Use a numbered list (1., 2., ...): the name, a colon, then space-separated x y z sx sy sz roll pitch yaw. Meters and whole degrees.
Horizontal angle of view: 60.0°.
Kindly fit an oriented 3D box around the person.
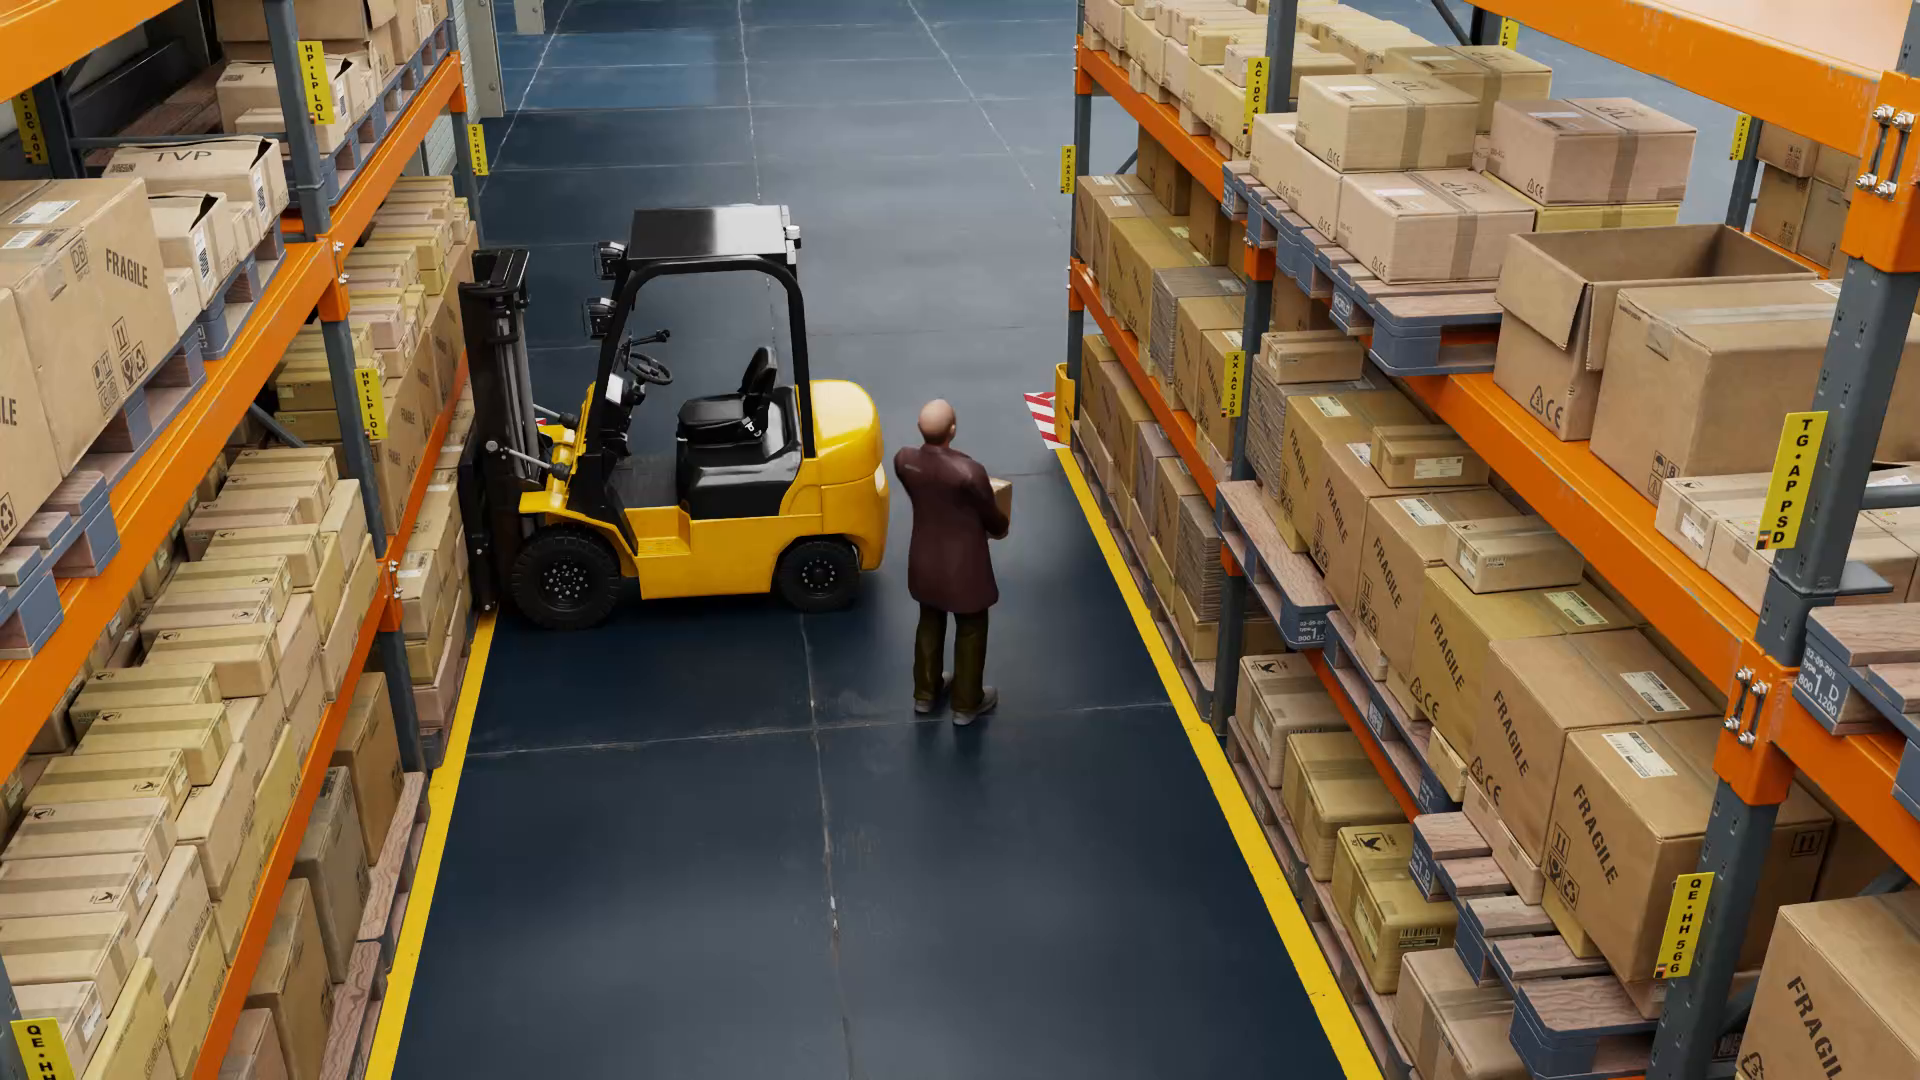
1. person: -0.057 0.087 8.461 0.631 1.773 0.427 13 30 25
